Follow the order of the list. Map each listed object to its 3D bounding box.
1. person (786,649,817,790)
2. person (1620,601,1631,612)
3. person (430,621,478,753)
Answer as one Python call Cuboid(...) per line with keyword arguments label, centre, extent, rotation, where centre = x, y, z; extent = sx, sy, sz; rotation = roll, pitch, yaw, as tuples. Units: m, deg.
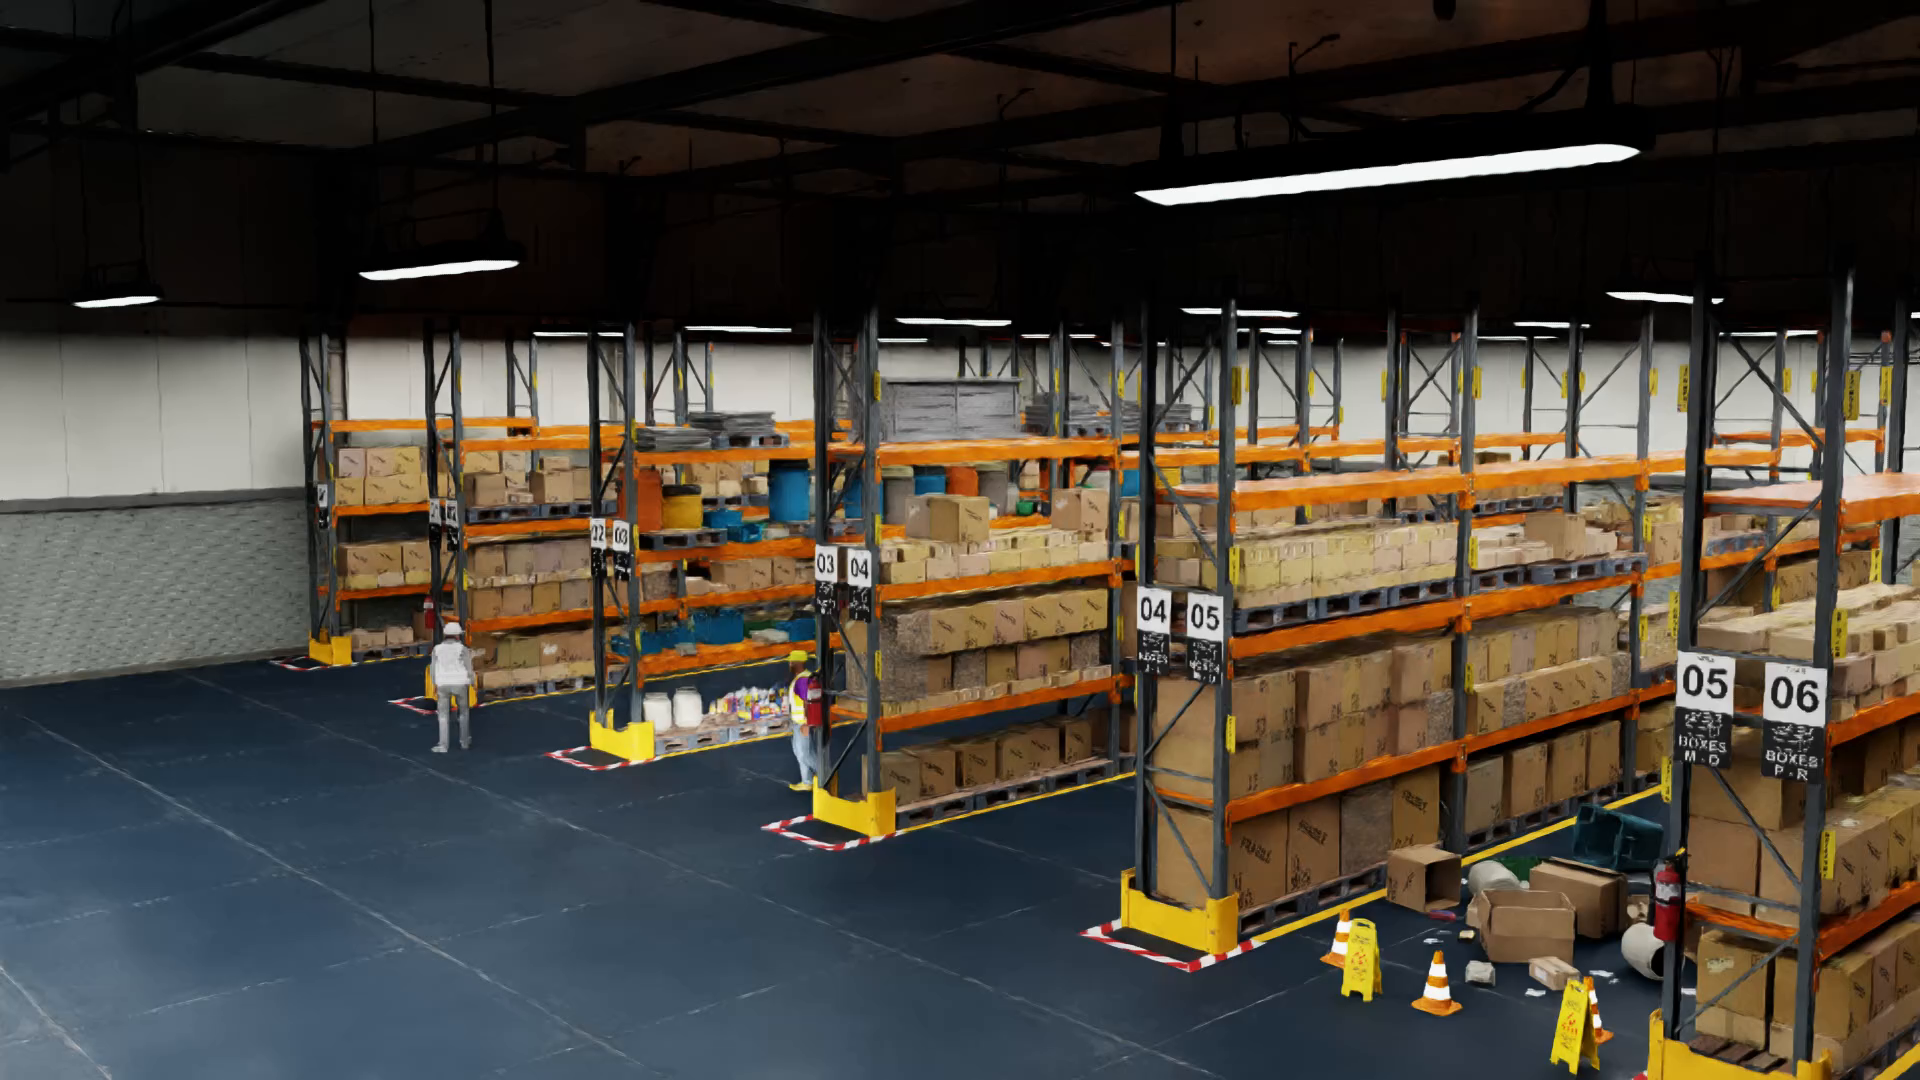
Cuboid(label="person", centre=(-1.861, 2.226, 20.545), extent=(0.579, 1.753, 0.611), rotation=(-1, 6, -7))
Cuboid(label="person", centre=(10.107, 1.764, 25.149), extent=(0.563, 1.707, 1.127), rotation=(6, 8, 45))
Cuboid(label="person", centre=(-6.892, 1.981, 22.669), extent=(0.626, 1.768, 0.575), rotation=(-1, 6, -10))
